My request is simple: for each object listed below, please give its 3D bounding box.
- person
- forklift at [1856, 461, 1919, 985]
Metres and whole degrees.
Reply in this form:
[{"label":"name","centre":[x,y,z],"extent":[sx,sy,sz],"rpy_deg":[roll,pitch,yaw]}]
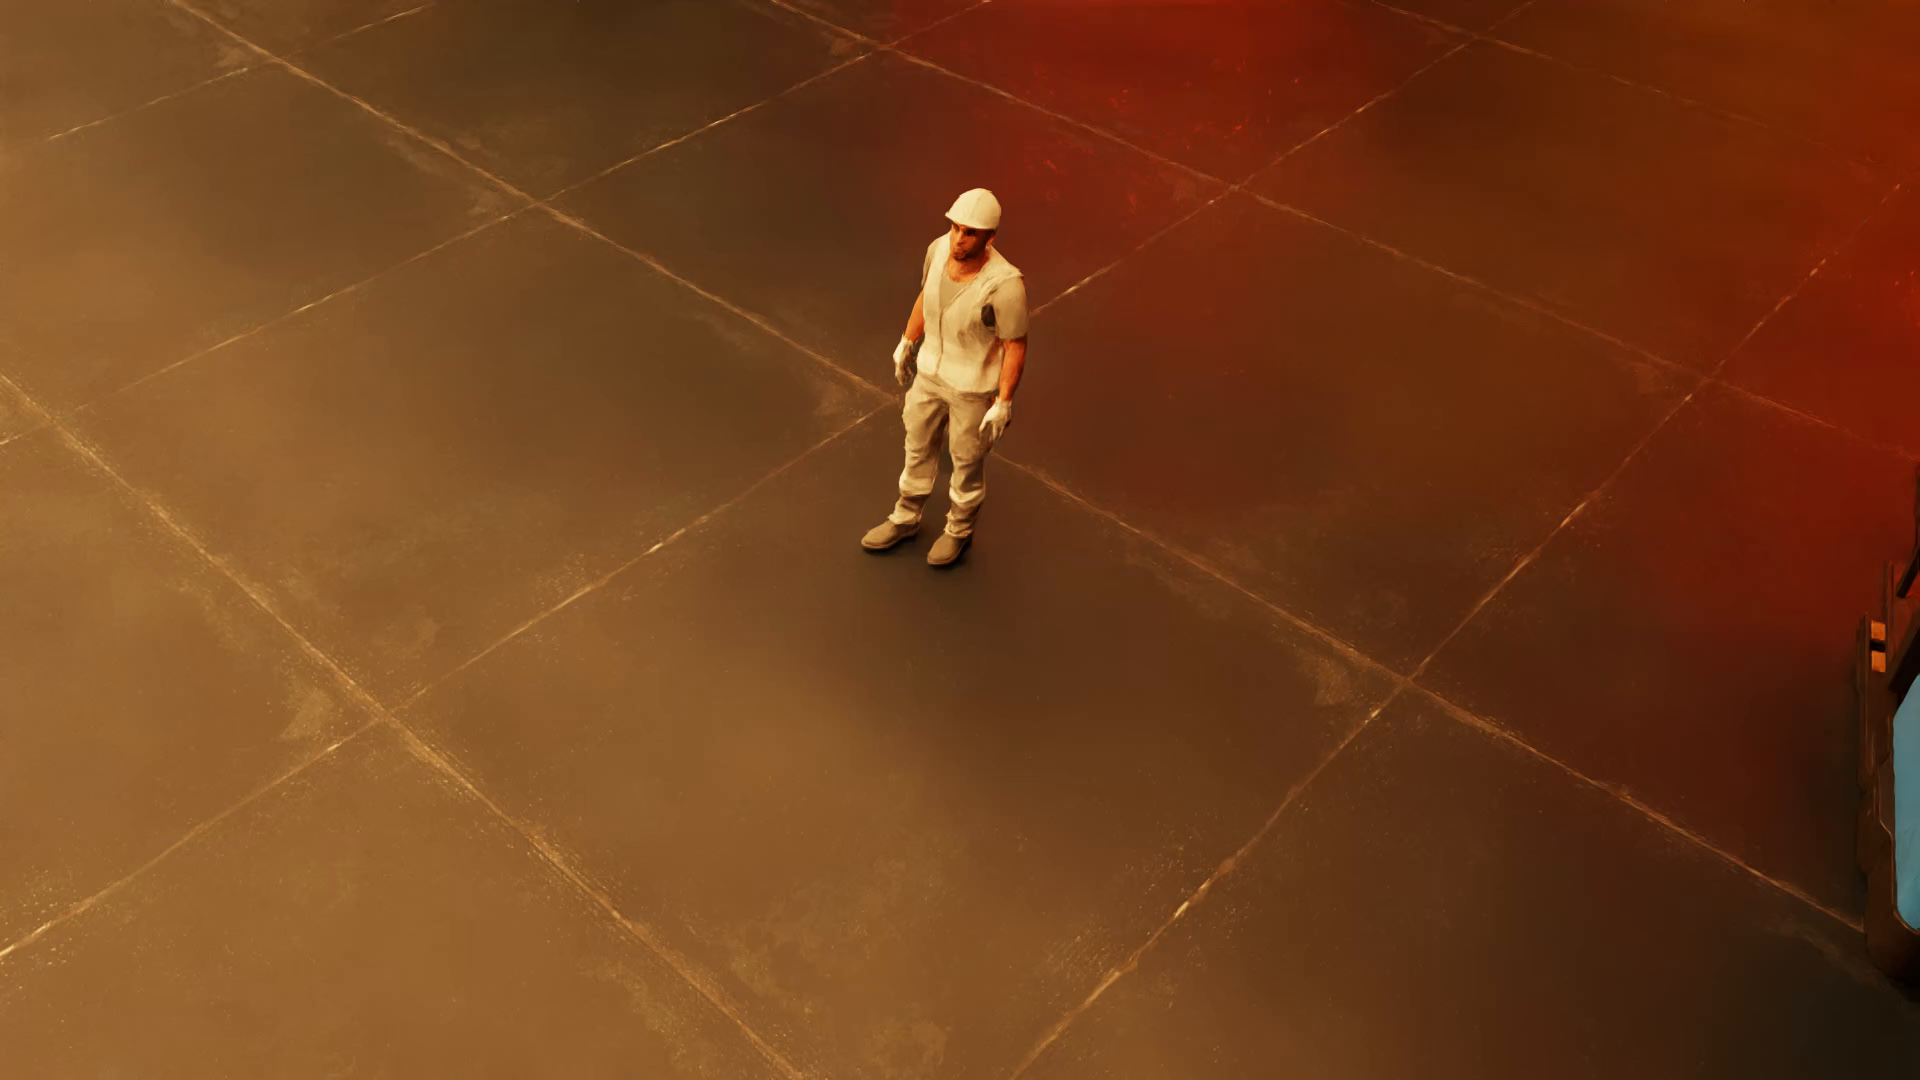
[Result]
[{"label":"person","centre":[-0.063,-0.650,7.052],"extent":[0.637,1.787,0.561],"rpy_deg":[31,49,31]},{"label":"forklift","centre":[4.239,-0.335,5.819],"extent":[1.130,2.935,3.031],"rpy_deg":[15,43,17]}]
